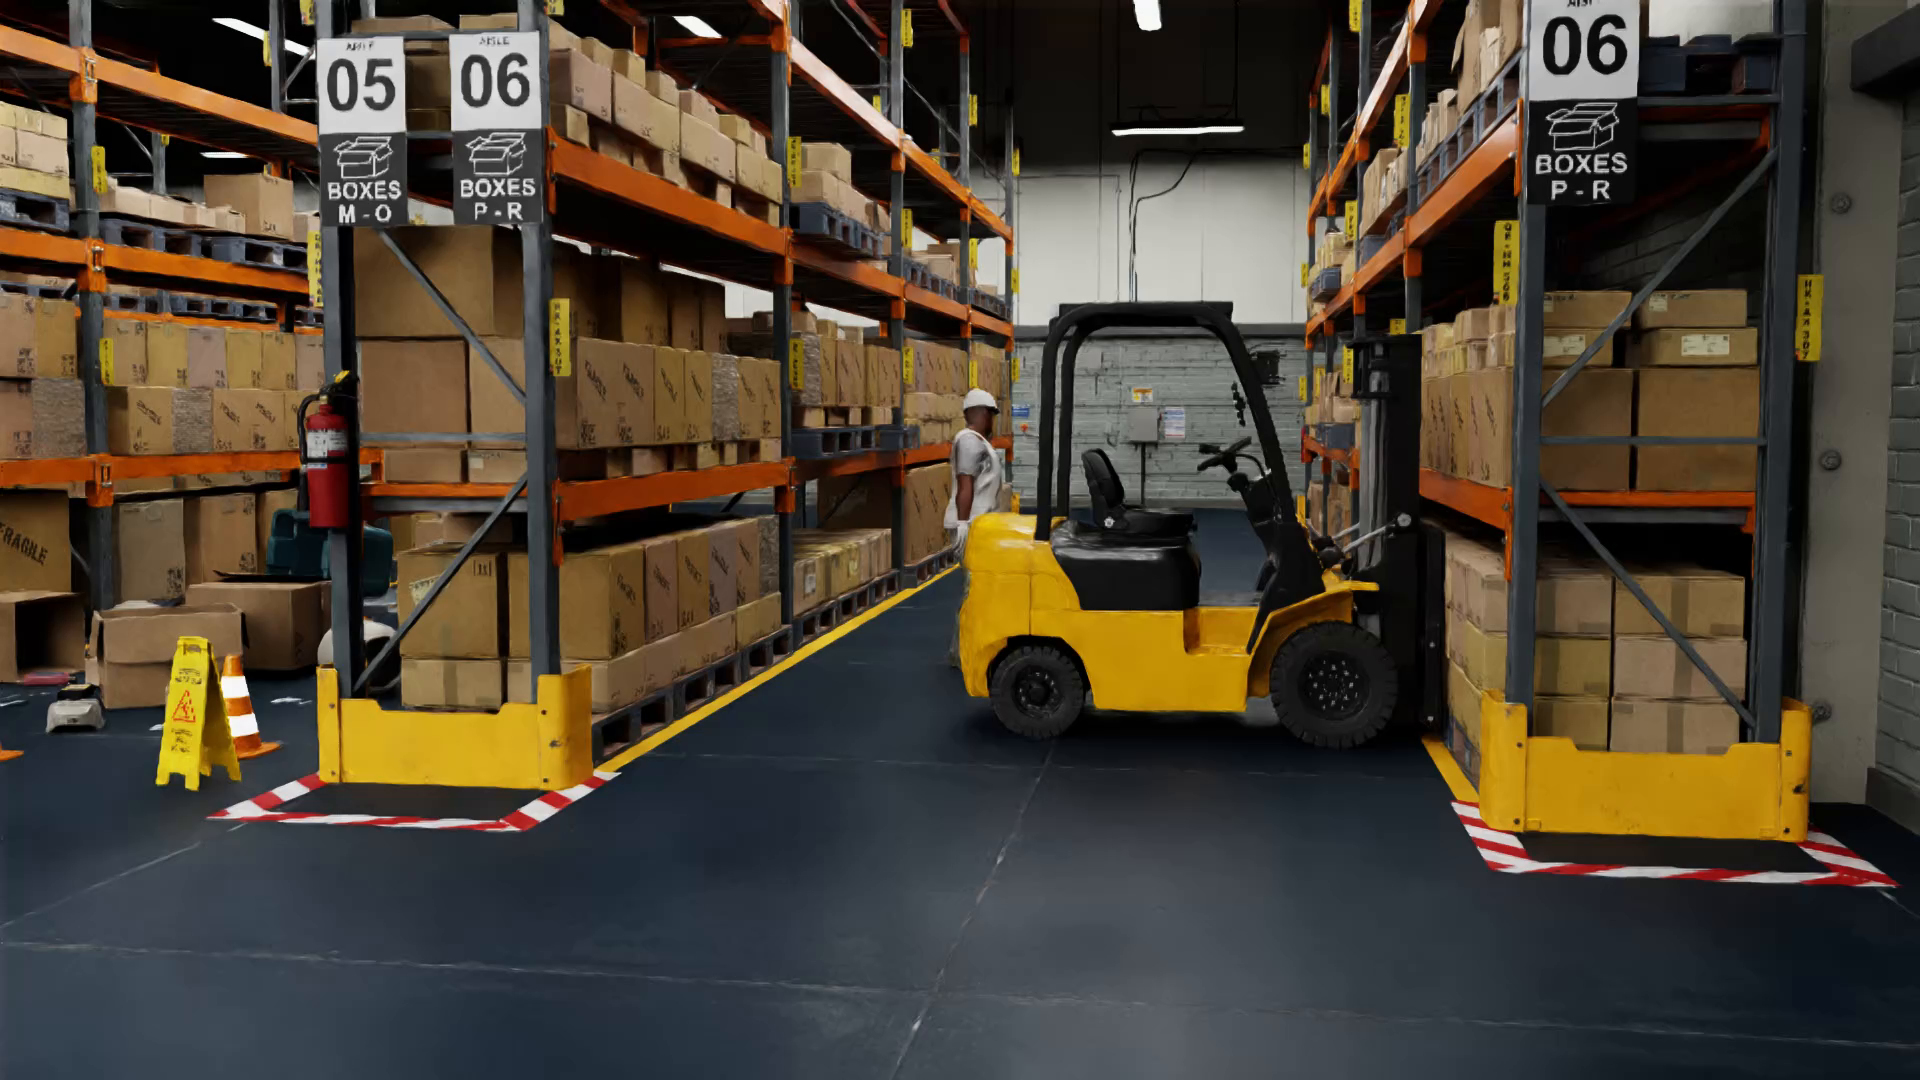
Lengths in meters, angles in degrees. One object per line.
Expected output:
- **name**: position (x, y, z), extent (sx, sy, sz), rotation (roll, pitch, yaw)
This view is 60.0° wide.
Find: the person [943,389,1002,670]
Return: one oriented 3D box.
- **person**: position (0.167, -0.047, 10.302), extent (0.576, 1.765, 0.690), rotation (1, 4, 11)
